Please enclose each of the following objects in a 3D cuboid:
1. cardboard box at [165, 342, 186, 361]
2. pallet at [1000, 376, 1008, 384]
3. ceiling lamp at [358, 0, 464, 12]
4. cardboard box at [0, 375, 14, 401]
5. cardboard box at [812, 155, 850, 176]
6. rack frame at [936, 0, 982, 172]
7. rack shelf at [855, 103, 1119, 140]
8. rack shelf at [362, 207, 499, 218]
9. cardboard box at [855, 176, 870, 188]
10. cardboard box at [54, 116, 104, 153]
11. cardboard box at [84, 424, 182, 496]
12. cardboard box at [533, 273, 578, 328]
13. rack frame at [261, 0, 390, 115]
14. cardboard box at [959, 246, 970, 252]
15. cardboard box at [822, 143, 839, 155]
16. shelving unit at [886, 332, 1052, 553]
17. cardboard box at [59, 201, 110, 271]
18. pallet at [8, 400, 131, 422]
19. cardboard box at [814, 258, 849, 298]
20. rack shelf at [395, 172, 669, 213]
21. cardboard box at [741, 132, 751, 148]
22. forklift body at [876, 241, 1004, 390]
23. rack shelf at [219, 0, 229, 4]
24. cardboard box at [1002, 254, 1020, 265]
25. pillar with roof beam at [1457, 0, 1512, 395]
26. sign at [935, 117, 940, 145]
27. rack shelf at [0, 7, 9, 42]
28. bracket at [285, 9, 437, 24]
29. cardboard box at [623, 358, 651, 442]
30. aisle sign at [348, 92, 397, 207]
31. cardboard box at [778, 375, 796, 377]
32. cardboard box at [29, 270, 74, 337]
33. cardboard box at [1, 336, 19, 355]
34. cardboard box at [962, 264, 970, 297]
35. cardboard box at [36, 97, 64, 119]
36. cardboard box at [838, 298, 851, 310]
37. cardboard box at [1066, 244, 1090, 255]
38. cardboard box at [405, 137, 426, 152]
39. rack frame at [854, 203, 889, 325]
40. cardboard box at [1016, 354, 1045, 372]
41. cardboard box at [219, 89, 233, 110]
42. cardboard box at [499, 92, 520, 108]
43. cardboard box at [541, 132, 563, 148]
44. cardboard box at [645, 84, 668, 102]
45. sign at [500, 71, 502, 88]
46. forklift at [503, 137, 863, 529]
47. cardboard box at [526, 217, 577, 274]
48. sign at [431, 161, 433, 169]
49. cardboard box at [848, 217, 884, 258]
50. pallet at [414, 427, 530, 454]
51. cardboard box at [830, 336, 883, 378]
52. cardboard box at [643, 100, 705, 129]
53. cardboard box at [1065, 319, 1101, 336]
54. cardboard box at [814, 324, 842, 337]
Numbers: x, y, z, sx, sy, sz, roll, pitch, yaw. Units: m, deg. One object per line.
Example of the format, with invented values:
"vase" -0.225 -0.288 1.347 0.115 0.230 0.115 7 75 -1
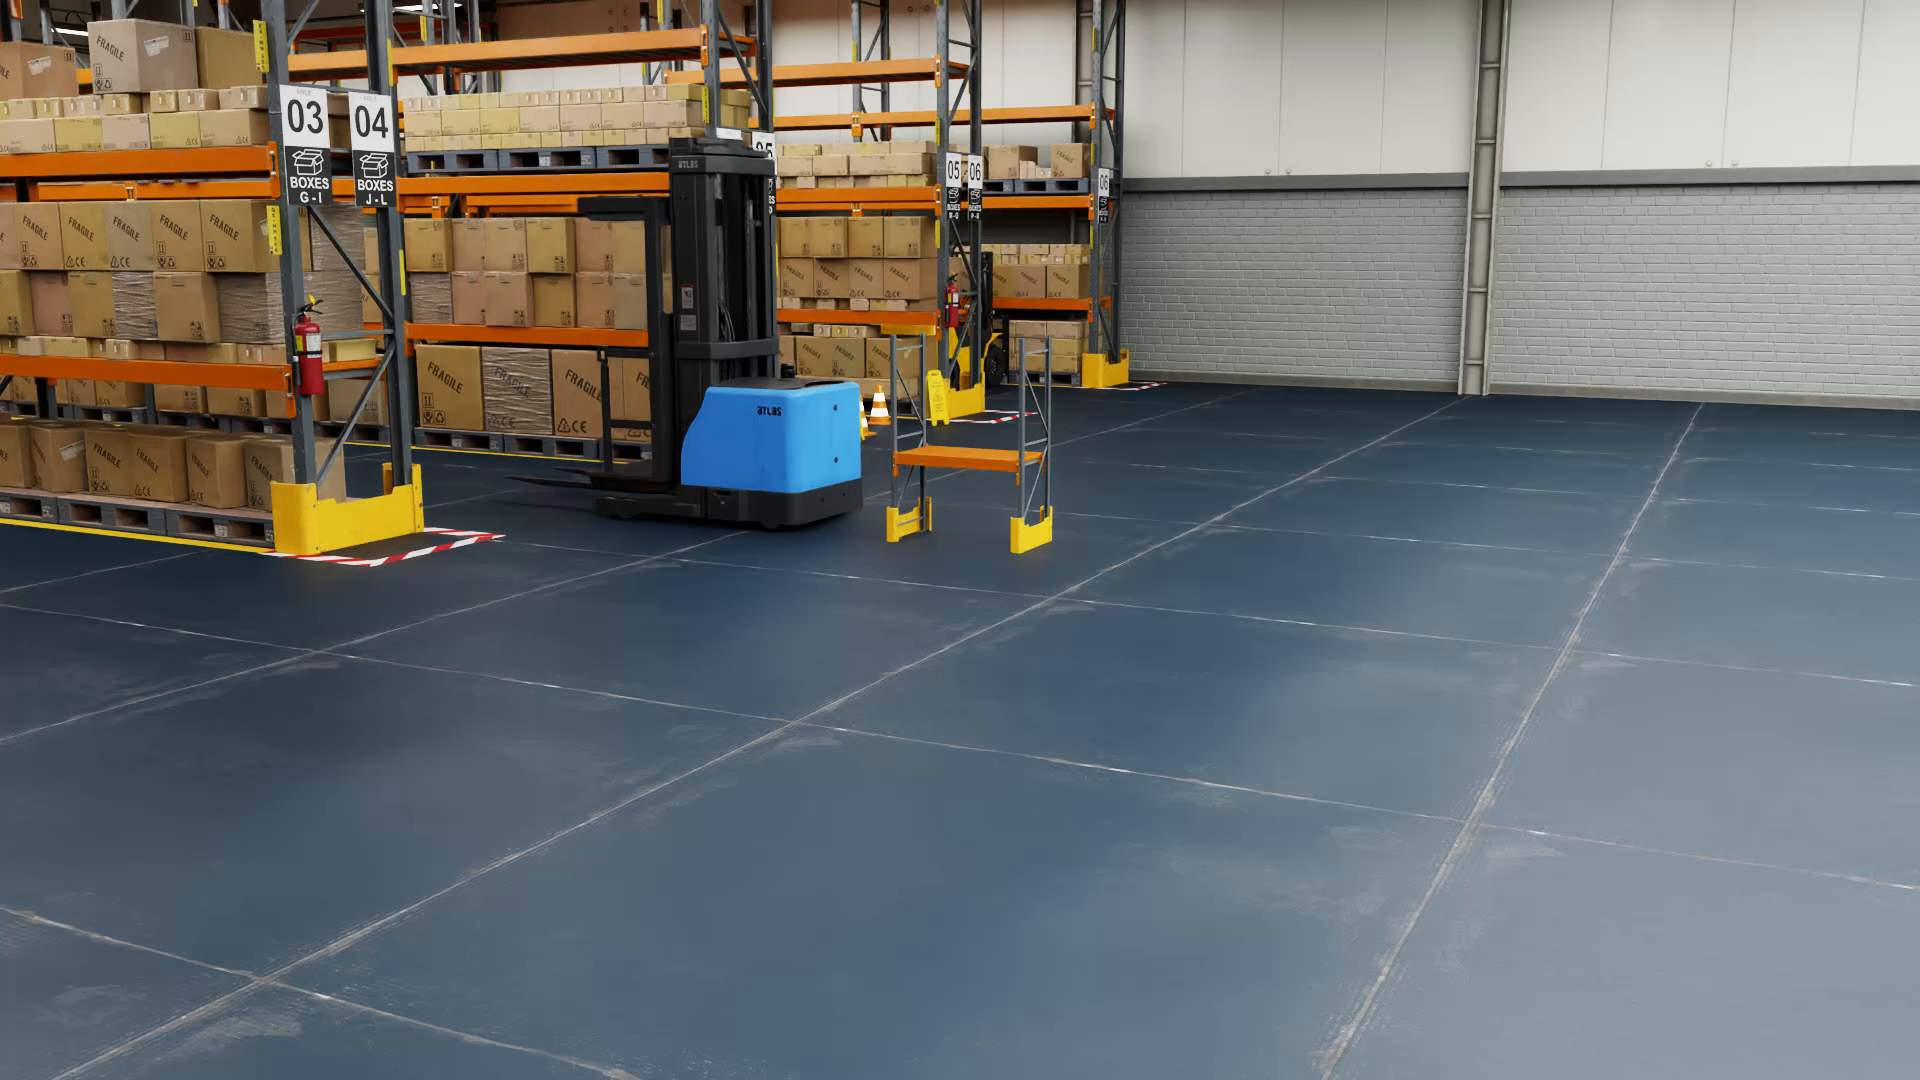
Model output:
"cardboard box" -5.630 -1.410 12.305 0.250 0.149 0.380 5 11 26
"pallet" 0.394 -2.618 26.103 1.213 0.211 1.003 5 11 26
"ceiling lamp" -8.794 -10.193 26.893 2.000 3.185 0.800 5 11 26
"cardboard box" -11.845 -2.029 20.858 0.500 0.500 0.500 6 12 28
"cardboard box" -1.500 -4.673 20.791 0.500 0.250 0.500 5 12 27
"rack frame" -0.004 -5.999 20.110 0.127 3.000 1.000 5 11 26
"rack shelf" 0.395 -6.399 25.463 4.000 0.370 1.077 5 11 26
"rack shelf" -10.366 -6.066 30.919 4.000 0.370 1.077 5 11 26
"cardboard box" -1.107 -4.454 20.703 0.250 0.149 0.380 5 11 26
"cardboard box" -6.292 -2.984 12.291 0.500 0.250 0.500 5 11 25
"cardboard box" -6.527 -0.638 13.173 0.500 0.500 0.500 4 11 21
"cardboard box" -3.900 -2.484 17.110 0.500 0.550 0.875 5 11 26
"rack frame" -4.389 -4.417 11.365 0.127 3.000 1.000 5 11 26
"cardboard box" 0.178 -4.492 25.691 0.250 0.149 0.380 5 11 26
"cardboard box" -1.534 -4.889 20.863 0.250 0.149 0.380 5 11 24
"shelving unit" 0.068 -0.732 12.063 1.083 1.500 0.587 5 11 26
"cardboard box" -6.335 -2.275 12.454 0.500 0.500 0.500 5 11 26
"pallet" -11.069 -1.665 20.838 1.213 0.211 1.003 5 11 26
"cardboard box" -1.507 -3.322 21.045 0.500 0.500 0.500 5 11 26
"rack shelf" -3.898 -3.528 16.900 4.000 0.370 1.077 5 11 26
"cardboard box" -2.270 -3.935 16.374 0.250 0.149 0.380 5 11 26
"forklift body" -0.319 -3.281 24.318 1.214 2.155 2.313 5 11 26
"rack shelf" -8.972 -8.069 24.232 4.000 0.370 1.077 5 11 26
"cardboard box" 0.828 -4.272 25.308 0.250 0.149 0.380 5 11 24
"pillar with roof beam" 5.439 -5.831 19.179 0.400 9.000 9.100 5 11 26
"sign" -0.268 -4.872 19.818 0.005 0.325 0.100 5 11 26
"rack shelf" -9.770 -4.339 14.077 4.000 0.370 1.077 5 11 26
"bracket" -11.638 -9.887 31.484 4.783 0.066 0.076 5 11 26
"cardboard box" -2.741 -1.453 16.621 0.875 0.875 0.875 5 11 26
"aisle sign" -4.201 -2.787 11.906 0.004 0.787 0.394 5 11 26
"cardboard box" -2.221 -2.045 21.647 0.500 0.250 0.500 5 11 25
"cardboard box" -6.675 -1.862 12.978 0.500 0.500 0.875 5 11 26
"cardboard box" -7.233 -1.536 12.999 0.250 0.149 0.380 5 11 26
"cardboard box" 0.254 -4.007 25.666 0.500 0.500 0.500 5 11 26
"cardboard box" -6.635 -3.207 12.404 0.250 0.149 0.380 5 11 25
"cardboard box" -1.343 -3.003 21.105 0.250 0.149 0.380 5 11 27
"cardboard box" 1.774 -4.350 24.903 0.250 0.149 0.380 5 11 26
"cardboard box" -5.515 -4.089 17.225 0.250 0.149 0.380 5 11 25
"rack frame" -1.399 -4.155 26.768 0.127 3.000 1.000 5 11 26
"cardboard box" 1.186 -2.721 25.385 0.500 0.250 0.500 5 11 26
"cardboard box" -4.958 -3.074 11.673 0.250 0.149 0.380 5 11 24
"cardboard box" -4.373 -4.381 16.601 0.250 0.149 0.380 5 11 26
"cardboard box" -3.920 -3.949 16.452 0.250 0.149 0.380 5 11 27
"cardboard box" -2.780 -4.242 15.828 0.250 0.149 0.380 5 11 26
"sign" -8.333 -8.365 30.112 0.005 0.325 0.100 5 11 26
"forklift" -2.324 -1.683 13.300 3.031 2.935 1.130 5 12 27
"cardboard box" -3.929 -3.005 16.957 0.500 0.550 0.875 5 11 26
"sign" -7.432 -5.359 23.321 0.005 0.325 0.100 5 11 26
"cardboard box" -1.010 -3.781 20.777 0.500 0.500 0.700 5 11 26
"pallet" -5.044 -1.119 17.822 1.213 0.211 1.003 5 11 26
"cardboard box" -1.308 -2.332 21.128 0.500 0.500 0.500 6 12 28
"cardboard box" -2.667 -4.047 15.873 0.500 0.250 0.500 5 11 27
"cardboard box" 1.841 -3.254 25.521 0.500 0.250 0.500 5 11 25
"cardboard box" -1.657 -2.670 21.175 0.250 0.149 0.380 6 12 28
